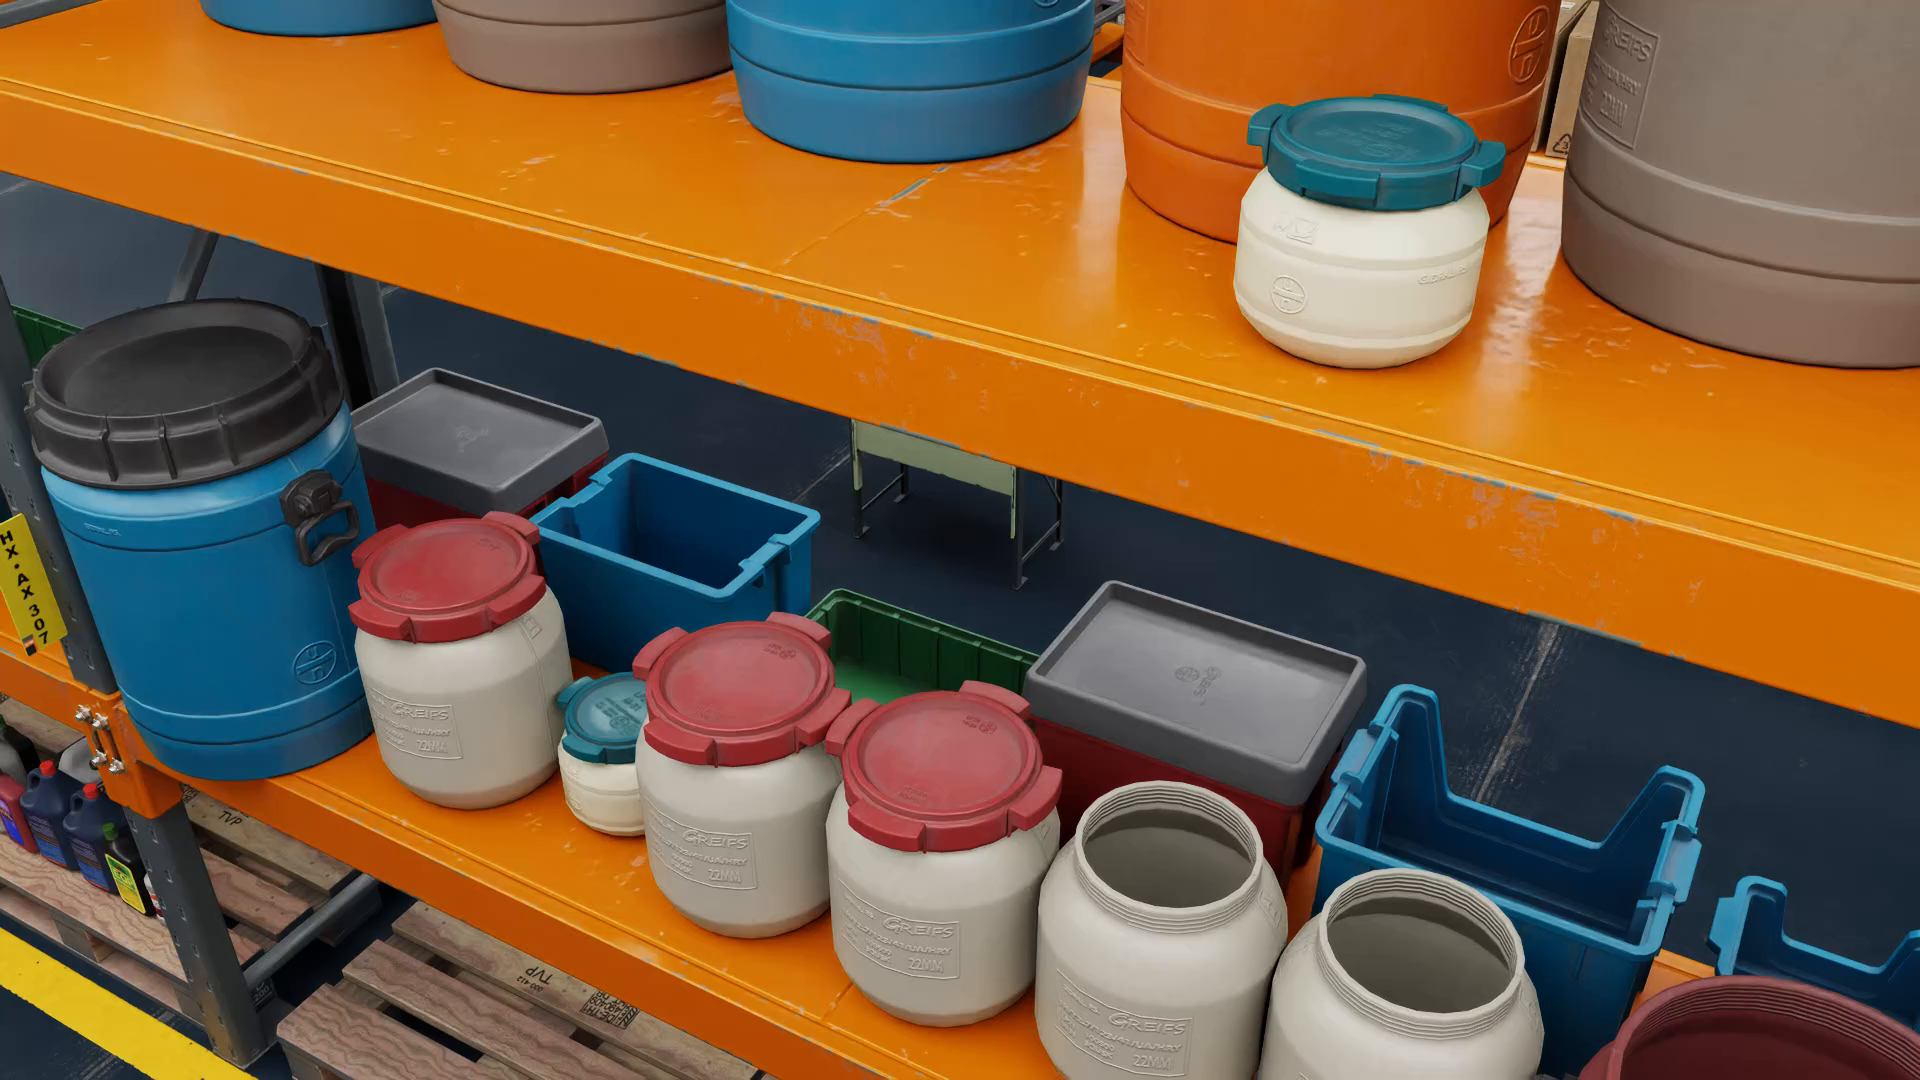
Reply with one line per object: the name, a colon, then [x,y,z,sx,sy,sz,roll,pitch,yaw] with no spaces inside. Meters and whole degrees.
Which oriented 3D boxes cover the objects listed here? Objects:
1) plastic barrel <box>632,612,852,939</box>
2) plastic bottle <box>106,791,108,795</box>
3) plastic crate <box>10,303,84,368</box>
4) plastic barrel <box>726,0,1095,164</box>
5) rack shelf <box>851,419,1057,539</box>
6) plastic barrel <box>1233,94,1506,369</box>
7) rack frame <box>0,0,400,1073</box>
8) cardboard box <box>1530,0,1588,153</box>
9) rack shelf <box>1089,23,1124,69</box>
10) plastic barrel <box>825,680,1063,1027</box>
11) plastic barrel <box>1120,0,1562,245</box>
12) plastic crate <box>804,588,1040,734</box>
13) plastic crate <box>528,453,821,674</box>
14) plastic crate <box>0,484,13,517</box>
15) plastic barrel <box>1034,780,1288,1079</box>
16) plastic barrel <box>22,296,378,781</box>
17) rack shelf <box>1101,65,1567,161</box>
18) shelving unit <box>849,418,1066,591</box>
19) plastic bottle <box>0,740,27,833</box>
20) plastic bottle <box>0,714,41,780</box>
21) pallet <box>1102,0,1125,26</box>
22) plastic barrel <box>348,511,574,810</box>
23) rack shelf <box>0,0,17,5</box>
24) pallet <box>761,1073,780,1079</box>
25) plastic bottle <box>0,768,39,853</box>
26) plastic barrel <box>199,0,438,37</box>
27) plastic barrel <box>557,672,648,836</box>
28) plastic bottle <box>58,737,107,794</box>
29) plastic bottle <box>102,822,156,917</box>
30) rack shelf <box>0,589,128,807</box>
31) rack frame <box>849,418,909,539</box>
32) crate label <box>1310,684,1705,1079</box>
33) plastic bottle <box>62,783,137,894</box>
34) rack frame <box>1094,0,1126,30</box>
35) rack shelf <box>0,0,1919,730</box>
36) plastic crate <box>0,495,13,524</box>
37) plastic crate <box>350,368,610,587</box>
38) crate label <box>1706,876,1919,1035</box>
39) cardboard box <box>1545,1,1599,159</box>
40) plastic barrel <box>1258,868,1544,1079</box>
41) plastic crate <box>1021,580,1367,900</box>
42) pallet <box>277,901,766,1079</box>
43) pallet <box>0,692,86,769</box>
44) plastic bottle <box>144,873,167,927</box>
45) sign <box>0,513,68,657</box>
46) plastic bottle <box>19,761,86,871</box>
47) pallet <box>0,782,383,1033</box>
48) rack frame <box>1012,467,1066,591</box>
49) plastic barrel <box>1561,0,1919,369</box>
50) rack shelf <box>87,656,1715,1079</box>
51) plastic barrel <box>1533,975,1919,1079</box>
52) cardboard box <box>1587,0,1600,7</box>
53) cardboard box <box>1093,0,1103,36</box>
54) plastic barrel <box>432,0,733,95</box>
plastic barrel: [-0.406,0.468,3.218,0.433,0.535,0.433,0,34,0]
plastic bottle: [-2.396,0.766,4.886,0.185,0.351,0.144,18,37,24]
plastic crate: [-2.803,-0.466,4.935,0.662,0.188,0.450,18,37,24]
plastic barrel: [-0.080,-1.108,2.548,0.708,0.901,0.600,18,37,24]
rack shelf: [-0.006,-0.355,6.518,0.720,0.370,0.431,18,37,24]
plastic barrel: [0.488,-0.374,2.024,0.301,0.262,0.301,0,34,0]
rack frame: [-1.765,-0.046,4.112,0.127,3.000,1.000,18,37,24]
cardboard box: [2.247,-1.968,6.909,0.500,0.500,0.500,18,38,24]
rack shelf: [-1.040,-2.679,8.715,4.000,0.370,1.077,18,37,24]
plastic barrel: [-0.030,0.587,3.039,0.433,0.535,0.433,0,34,0]
plastic barrel: [0.535,-0.883,2.276,0.708,0.830,0.600,18,37,24]
plastic crate: [-0.113,0.386,3.656,0.662,0.188,0.450,18,37,24]
plastic crate: [-0.653,0.115,3.886,0.575,0.384,0.392,18,37,24]
plastic crate: [-2.156,-0.225,4.437,0.504,0.338,0.767,18,37,24]
plastic barrel: [0.343,0.712,2.874,0.421,0.512,0.421,0,34,0]
plastic barrel: [-1.580,-0.002,3.595,0.708,0.901,0.600,18,37,24]
rack shelf: [2.433,-1.579,7.063,4.000,0.370,1.077,18,37,24]
shelving unit: [-0.006,-0.626,6.337,0.755,1.500,0.431,18,37,24]
plastic bottle: [-2.914,0.694,4.995,0.185,0.351,0.144,17,37,24]
plastic bottle: [-2.886,0.666,5.098,0.133,0.283,0.061,18,37,24]
pallet: [1.487,-4.155,12.799,1.213,0.211,1.003,18,37,24]
plastic barrel: [-1.043,0.267,3.521,0.433,0.535,0.433,0,34,0]
rack shelf: [-3.501,-1.545,4.306,4.000,0.370,1.077,18,37,24]
pallet: [0.000,1.647,4.086,1.213,0.211,1.003,18,37,24]
plastic bottle: [-2.796,0.786,4.917,0.133,0.283,0.061,20,39,27]
plastic barrel: [-1.216,-1.467,3.089,0.708,0.901,0.600,18,37,24]
plastic barrel: [-0.692,0.450,3.493,0.301,0.262,0.301,0,34,0]
plastic bottle: [-2.582,0.736,4.999,0.135,0.276,0.152,18,37,24]
plastic bottle: [-2.346,0.928,4.703,0.133,0.283,0.061,20,38,27]
rack shelf: [-3.501,-0.296,5.137,4.000,0.370,1.077,18,37,24]
rack frame: [-0.324,-0.727,6.488,0.023,1.500,0.400,18,37,24]
crate label: [0.980,0.636,3.056,0.616,0.435,0.502,18,37,24]
plastic bottle: [-2.467,0.836,4.782,0.185,0.351,0.144,17,37,23]
rack frame: [0.696,-2.428,7.690,0.127,3.000,1.000,18,37,24]
rack shelf: [-0.028,-0.445,2.654,4.000,0.370,1.077,18,37,24]
plastic crate: [-2.860,-0.157,4.414,0.616,0.251,0.499,18,37,24]
plastic crate: [-1.193,-0.086,4.115,0.583,0.464,0.402,18,37,24]
crate label: [1.528,0.828,2.951,0.416,0.233,0.303,18,37,24]
cardboard box: [2.704,-1.823,6.692,0.500,0.500,0.500,16,37,22]
plastic barrel: [0.709,0.828,2.700,0.421,0.512,0.421,0,34,0]
plastic crate: [0.457,0.436,3.331,0.583,0.464,0.402,18,37,24]
pallet: [-1.064,1.312,4.589,1.213,0.211,1.003,18,37,24]
pallet: [-3.391,0.575,5.695,1.213,0.211,1.003,18,37,24]
plastic bottle: [-2.234,0.986,4.690,0.097,0.201,0.097,0,34,0]
sign: [-2.047,0.101,3.642,0.005,0.325,0.100,18,37,24]
plastic bottle: [-2.634,0.783,4.861,0.185,0.351,0.144,16,37,22]
pallet: [-2.327,0.910,5.192,1.213,0.211,1.003,18,37,24]
rack frame: [0.312,-0.525,6.186,0.023,1.500,0.400,18,37,24]
plastic barrel: [1.103,-0.733,1.986,0.600,0.901,0.600,0,34,0]
rack shelf: [-0.028,0.804,3.485,4.000,0.370,1.077,18,37,24]
plastic barrel: [1.155,1.016,2.395,0.708,0.536,0.600,18,37,24]
cardboard box: [4.272,-3.643,11.373,0.500,0.500,0.700,17,37,23]
cardboard box: [0.308,-2.589,7.841,0.500,0.500,0.700,17,37,23]
plastic barrel: [-0.648,-1.287,2.818,0.600,0.901,0.600,0,34,0]
